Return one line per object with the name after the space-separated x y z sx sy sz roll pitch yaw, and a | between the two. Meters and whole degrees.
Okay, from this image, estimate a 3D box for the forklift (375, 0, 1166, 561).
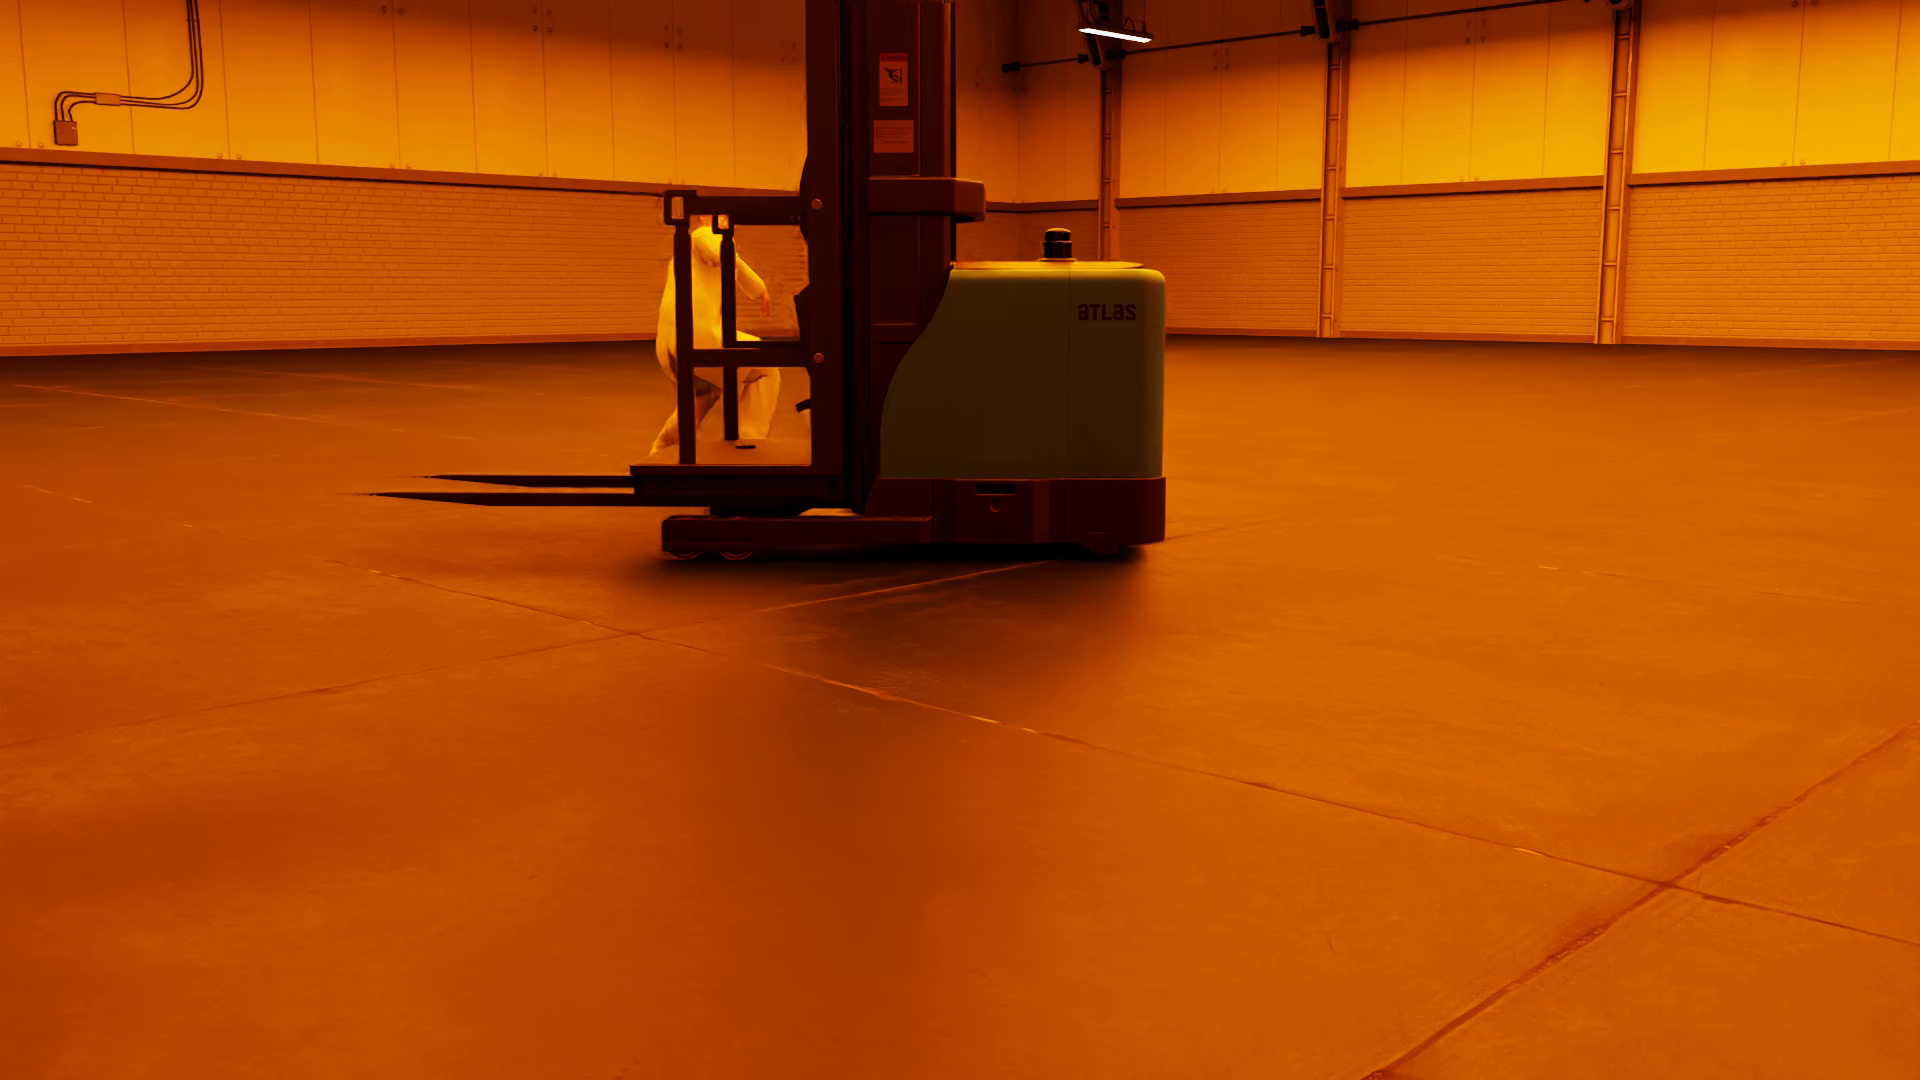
-0.733 -1.450 6.502 3.031 2.935 1.130 0 9 2 | forklift

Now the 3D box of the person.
-1.278 -1.072 9.017 0.861 1.542 0.879 -8 12 -42 | person
